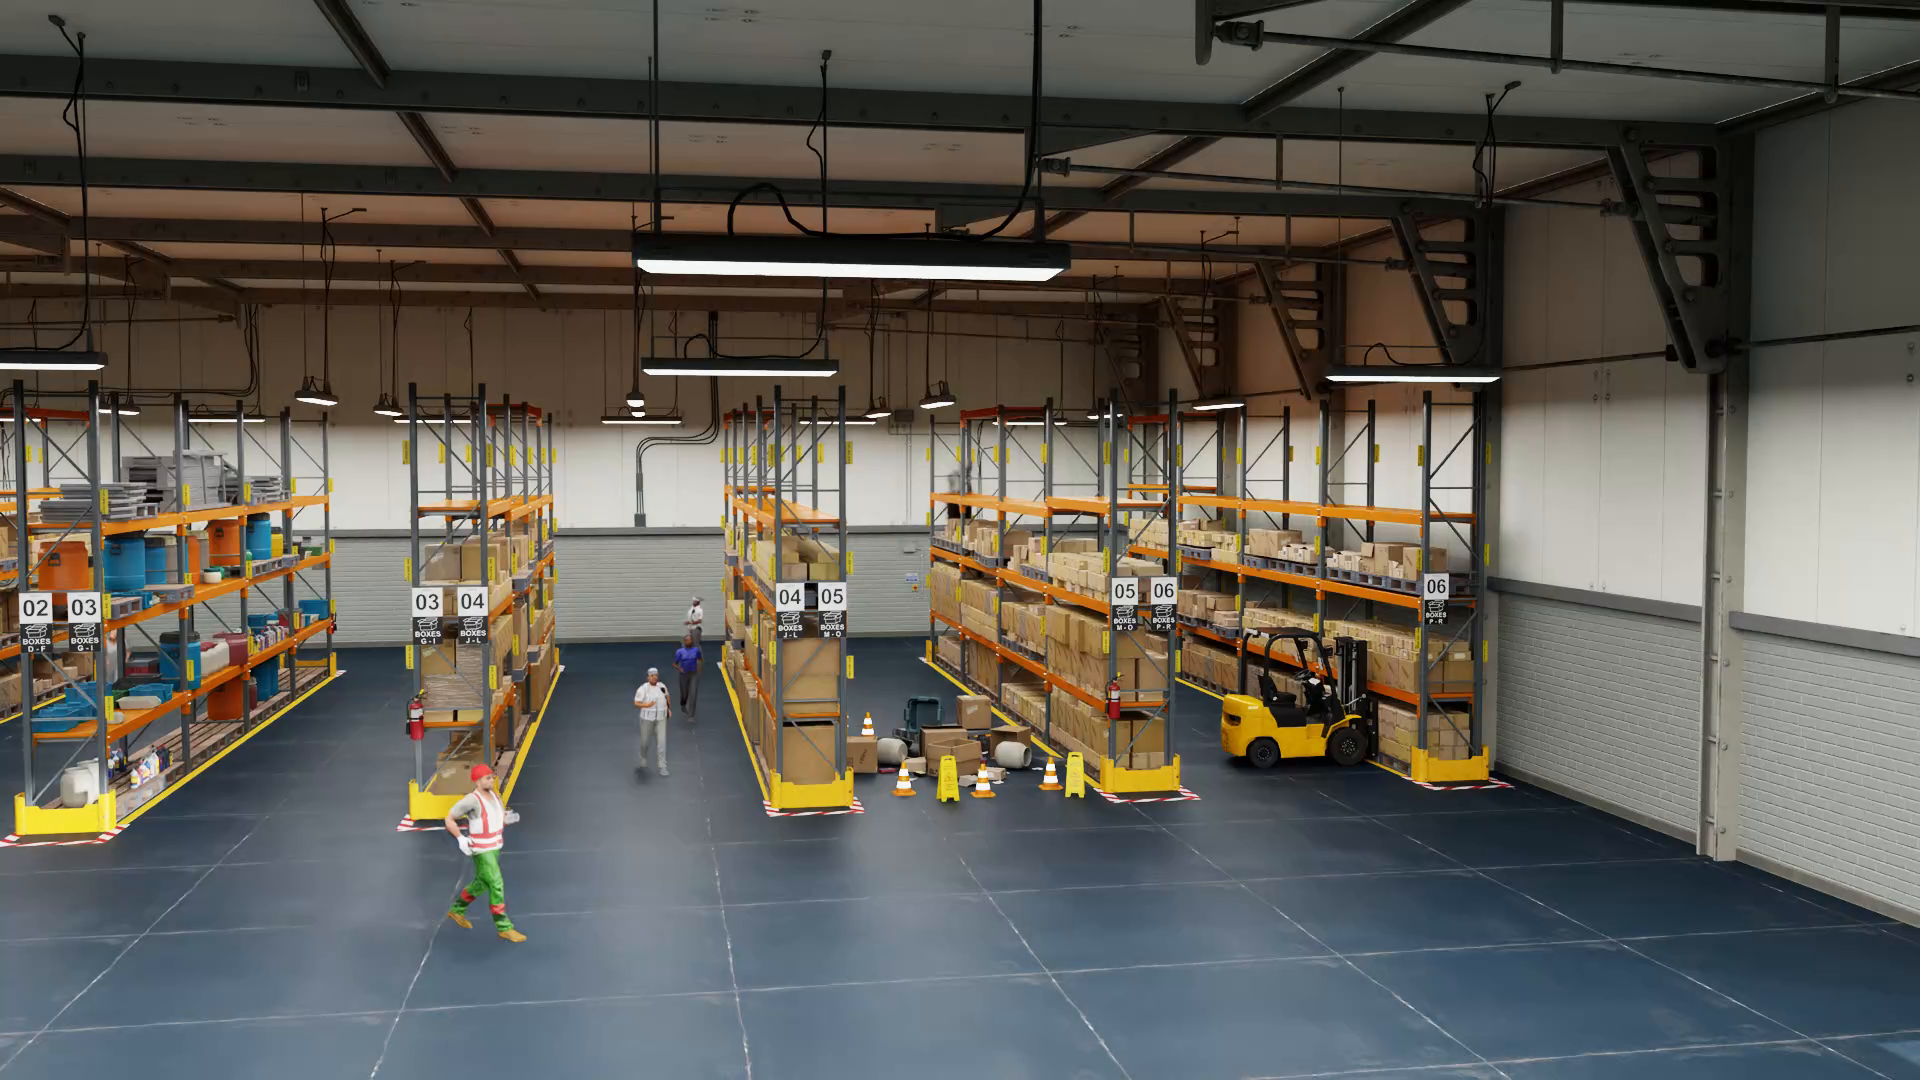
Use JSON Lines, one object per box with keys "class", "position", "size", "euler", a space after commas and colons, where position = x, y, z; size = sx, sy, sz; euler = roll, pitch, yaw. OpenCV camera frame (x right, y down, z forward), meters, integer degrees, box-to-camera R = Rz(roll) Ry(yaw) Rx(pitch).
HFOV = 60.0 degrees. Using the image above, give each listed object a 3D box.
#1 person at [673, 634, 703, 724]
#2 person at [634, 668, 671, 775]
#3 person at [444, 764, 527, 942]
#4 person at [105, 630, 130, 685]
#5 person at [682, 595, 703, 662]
{"class": "person", "position": [-5.112, 2.598, 31.333], "size": [0.579, 1.650, 0.851], "euler": [-1, 3, -17]}
{"class": "person", "position": [-4.825, 2.828, 26.186], "size": [0.617, 1.642, 0.938], "euler": [-1, 3, -23]}
{"class": "person", "position": [-4.888, 3.204, 17.156], "size": [0.952, 1.787, 0.659], "euler": [1, 3, 14]}
{"class": "person", "position": [-16.446, 2.537, 32.327], "size": [0.571, 1.671, 0.881], "euler": [-1, 3, -25]}
{"class": "person", "position": [-6.355, 2.168, 39.864], "size": [0.595, 1.719, 0.661], "euler": [2, 4, 40]}
